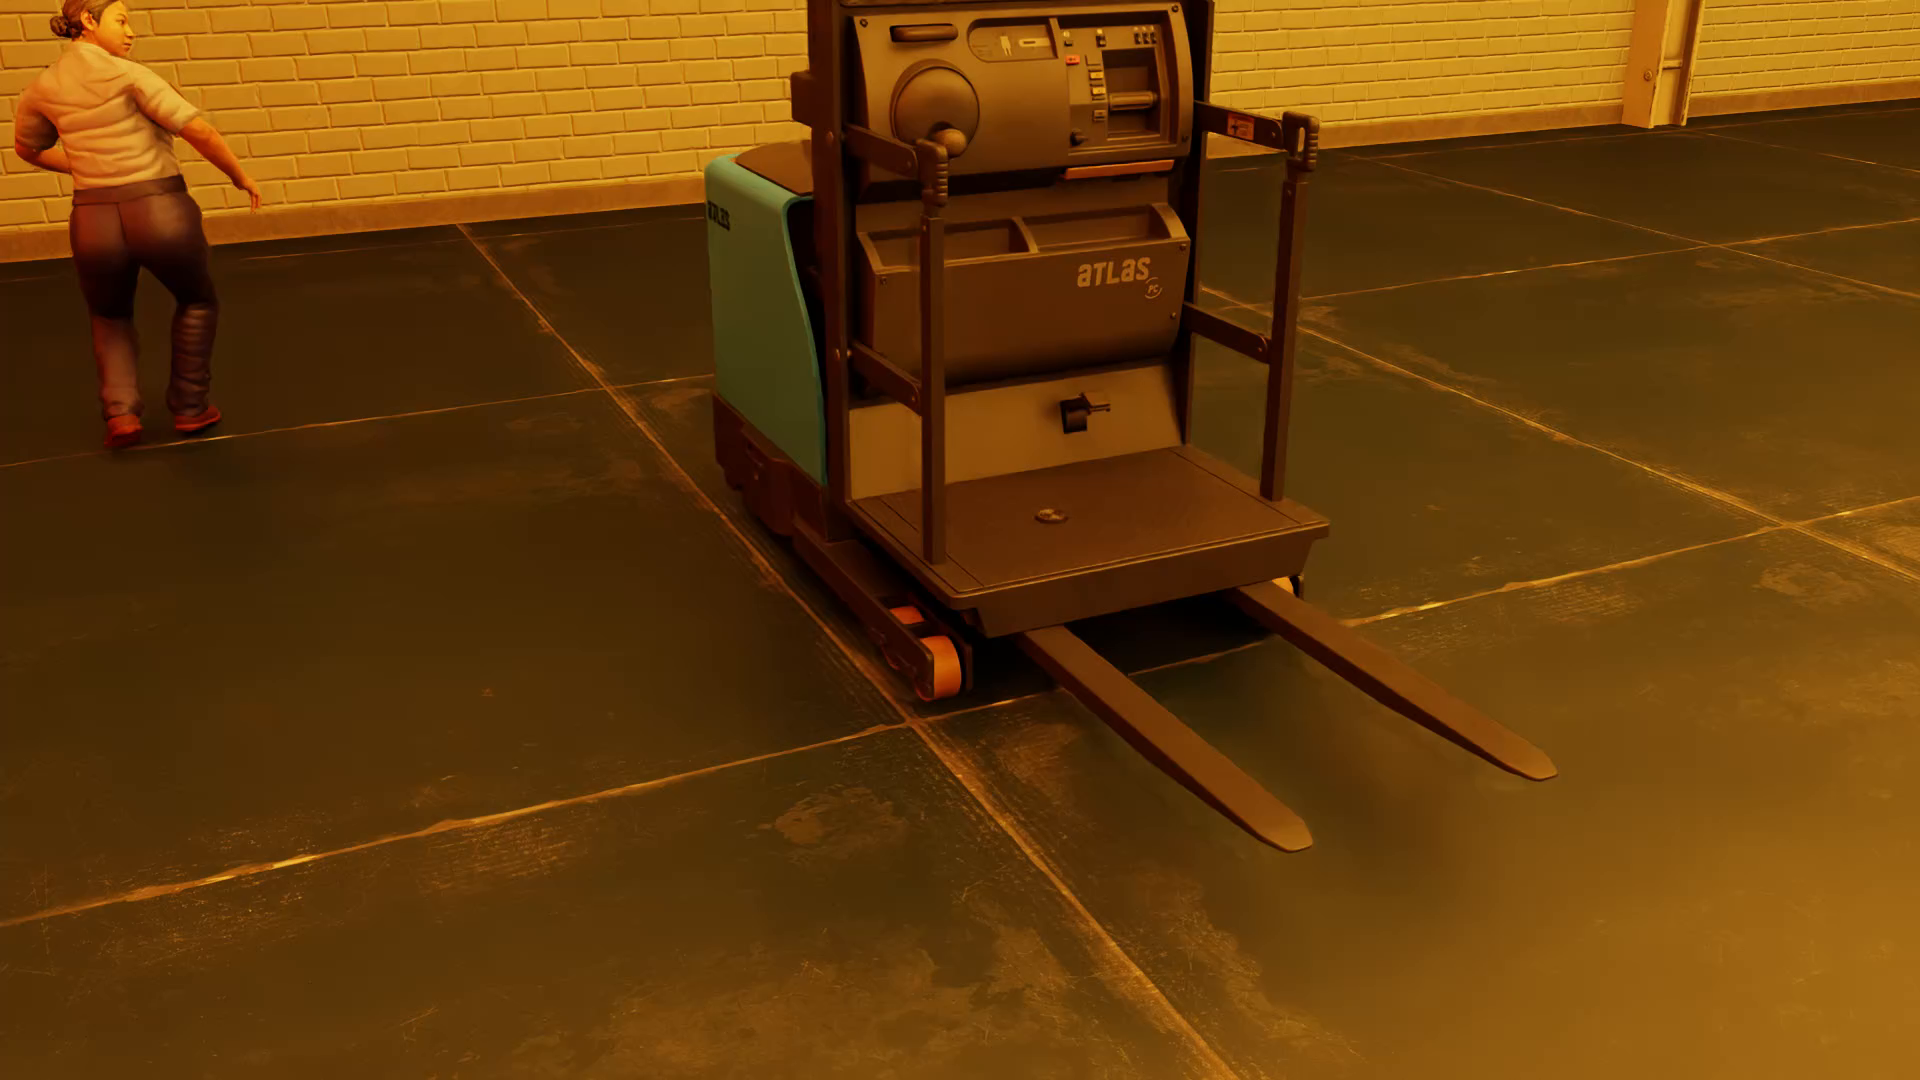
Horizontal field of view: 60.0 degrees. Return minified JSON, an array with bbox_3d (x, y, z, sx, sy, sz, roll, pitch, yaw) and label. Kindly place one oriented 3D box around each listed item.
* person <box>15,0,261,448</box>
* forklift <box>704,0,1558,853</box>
[{"bbox_3d":[-2.826,-1.115,5.773,0.760,1.551,0.705,-3,23,-7],"label":"person"},{"bbox_3d":[0.269,-1.143,4.037,1.130,2.935,3.031,-10,25,-23],"label":"forklift"}]
